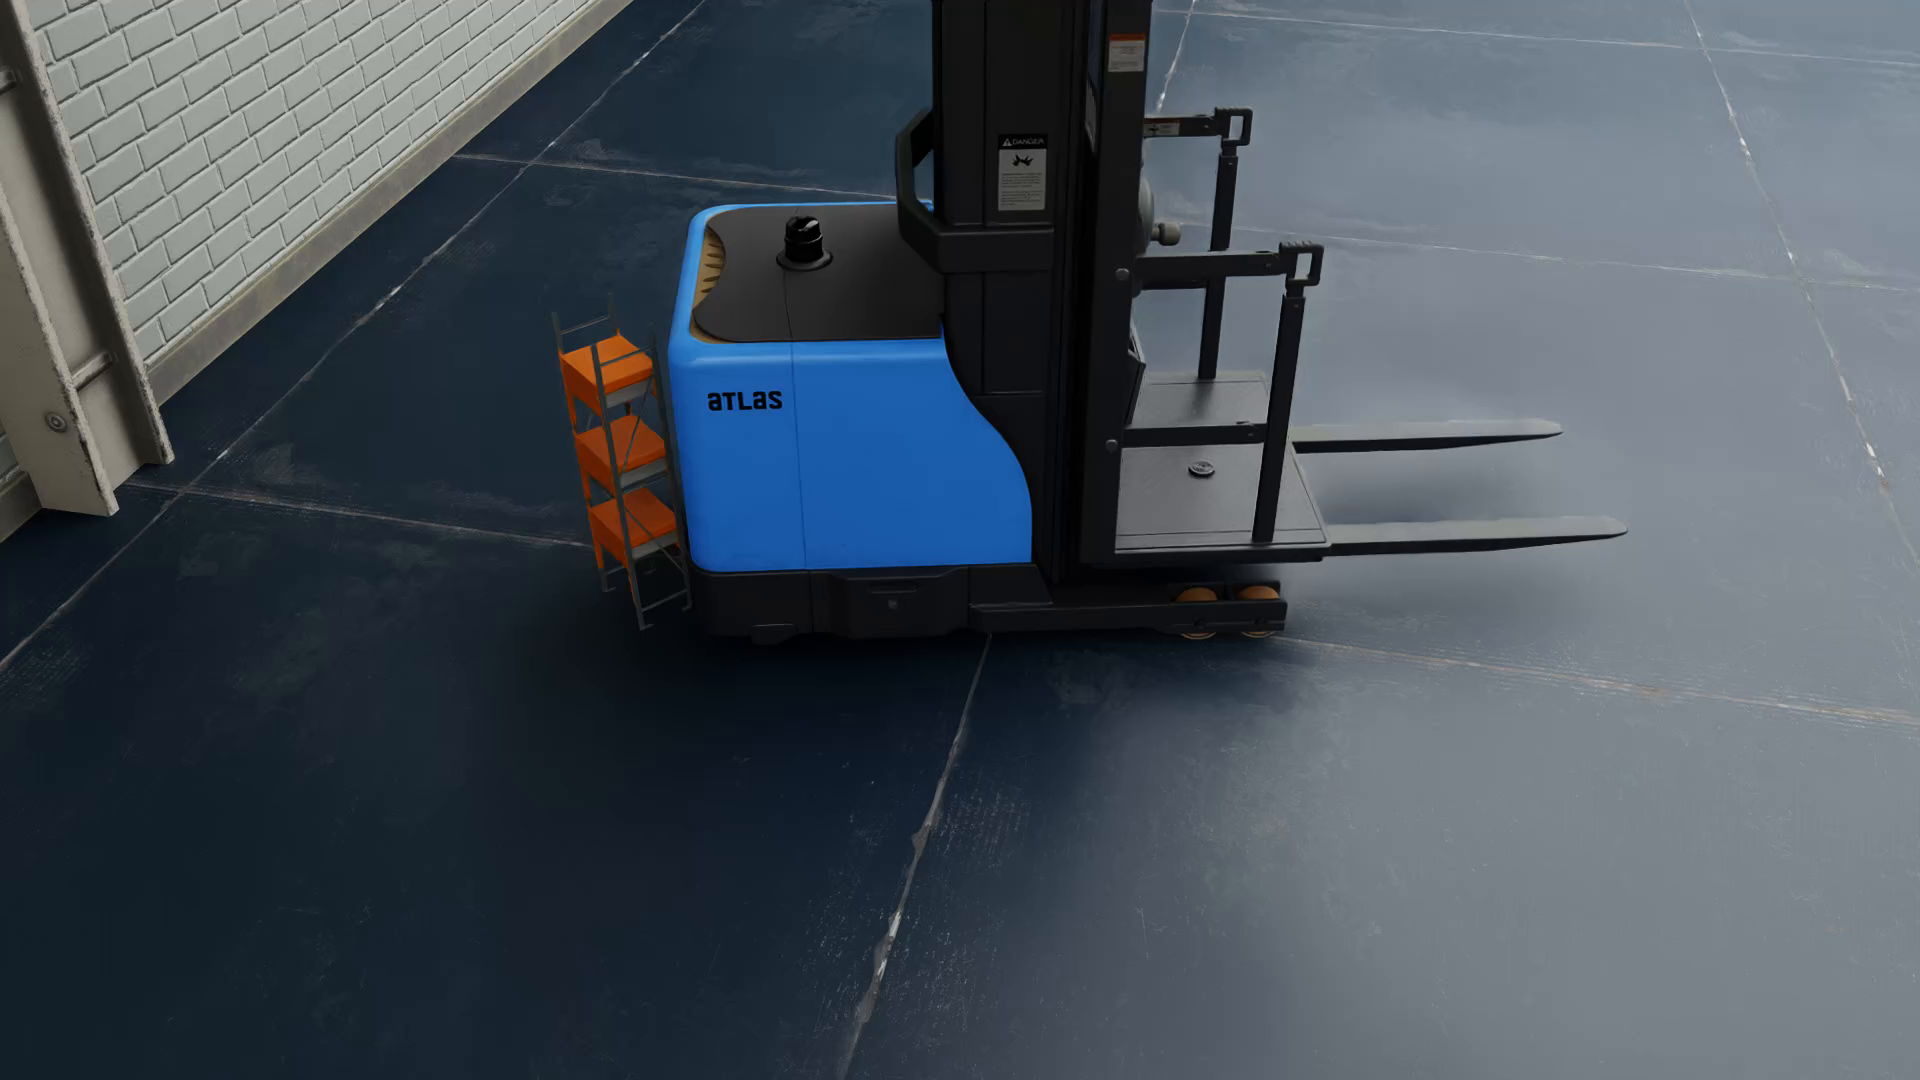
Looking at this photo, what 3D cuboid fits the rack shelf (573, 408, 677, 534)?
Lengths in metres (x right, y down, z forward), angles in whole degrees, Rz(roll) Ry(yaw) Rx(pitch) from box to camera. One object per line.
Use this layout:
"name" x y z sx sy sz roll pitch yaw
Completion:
"rack shelf" -1.036 -0.217 5.168 0.215 0.259 0.240 -26 43 -29

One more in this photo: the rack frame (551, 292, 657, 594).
"rack frame" -1.111 -0.282 5.240 0.200 1.050 0.008 -26 43 -29

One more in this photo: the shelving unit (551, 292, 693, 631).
"shelving unit" -1.036 -0.225 5.162 0.215 1.050 0.252 -26 43 -29

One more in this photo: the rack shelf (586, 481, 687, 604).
"rack shelf" -1.031 0.006 5.334 0.215 0.259 0.240 -26 43 -29

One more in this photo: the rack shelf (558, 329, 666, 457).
"rack shelf" -1.041 -0.444 4.999 0.215 0.259 0.240 -26 43 -29

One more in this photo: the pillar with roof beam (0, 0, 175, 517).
"pillar with roof beam" 1.101 -3.319 2.662 9.100 9.000 0.400 7 37 10

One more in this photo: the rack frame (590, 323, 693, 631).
"rack frame" -0.961 -0.169 5.084 0.200 1.050 0.008 -26 43 -29

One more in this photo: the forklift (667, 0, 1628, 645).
"forklift" 0.644 -1.179 4.879 3.031 2.935 1.130 -2 36 -3
